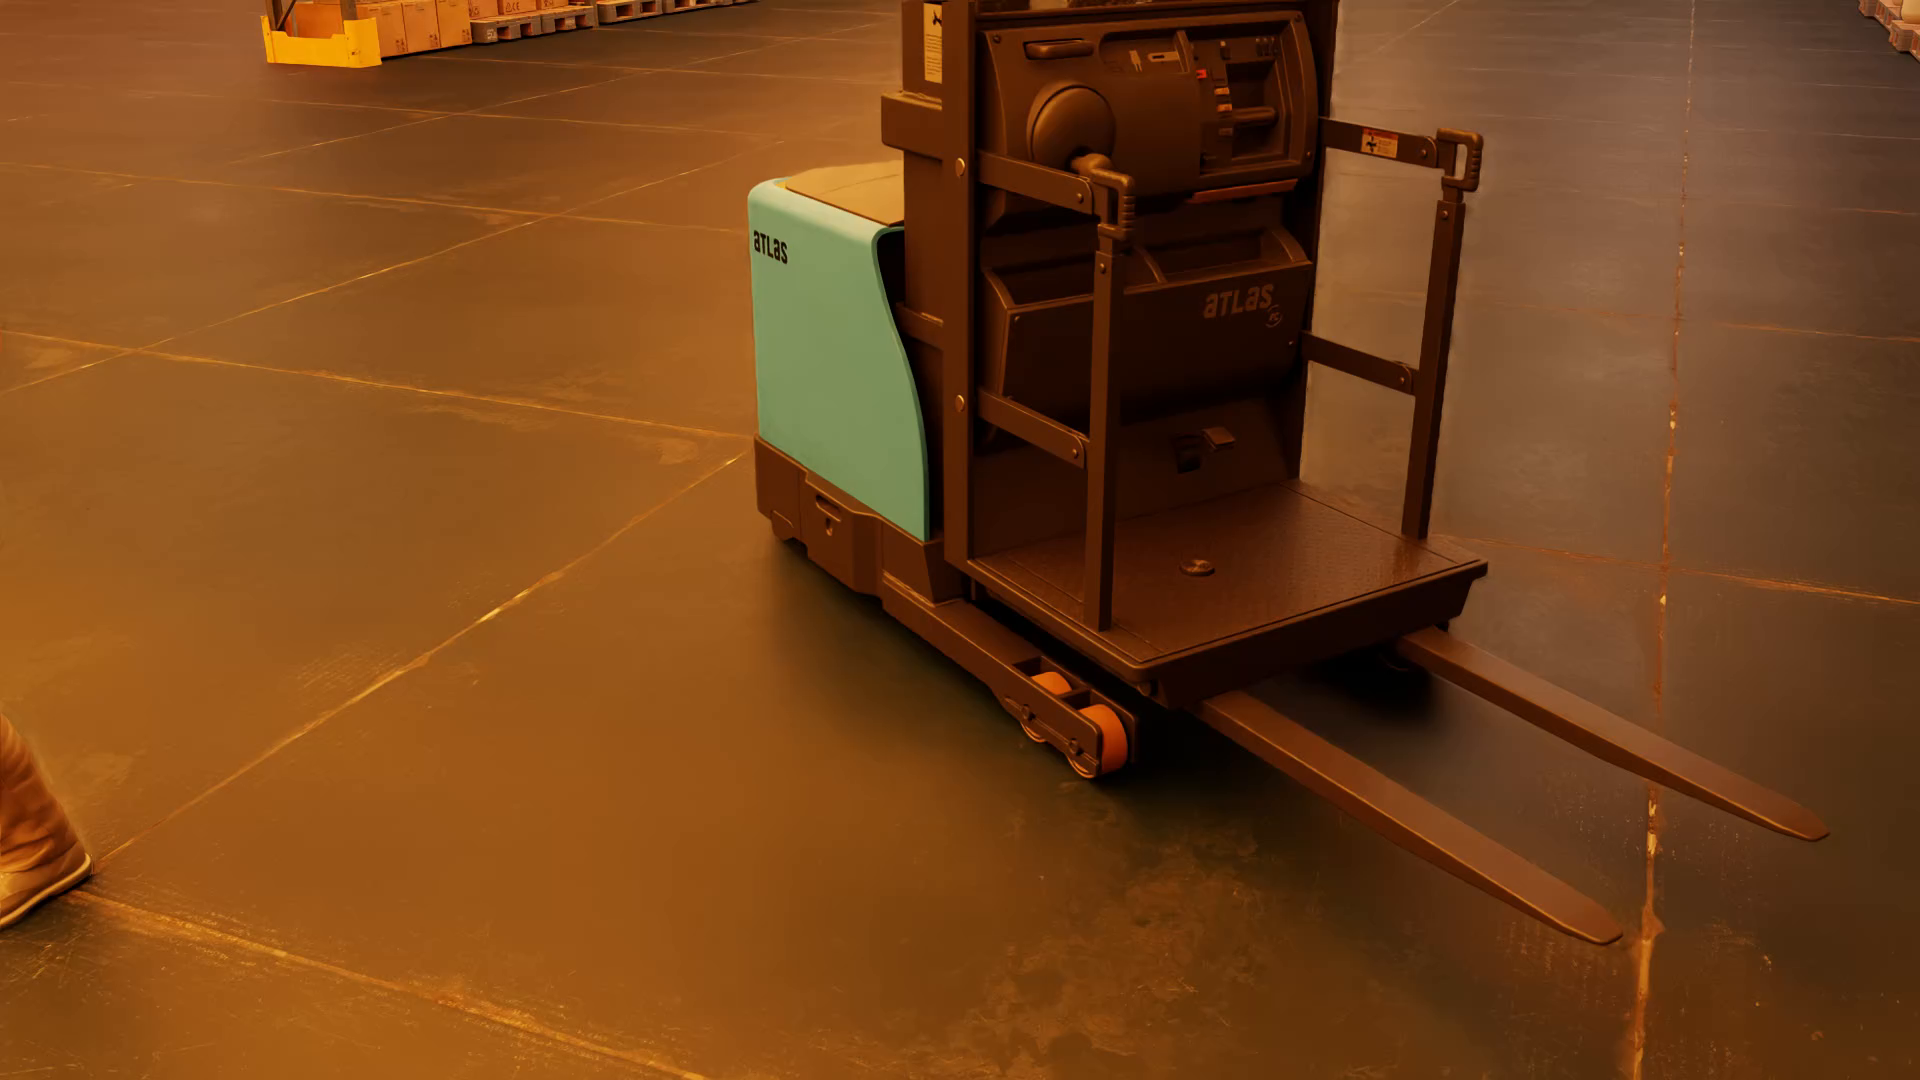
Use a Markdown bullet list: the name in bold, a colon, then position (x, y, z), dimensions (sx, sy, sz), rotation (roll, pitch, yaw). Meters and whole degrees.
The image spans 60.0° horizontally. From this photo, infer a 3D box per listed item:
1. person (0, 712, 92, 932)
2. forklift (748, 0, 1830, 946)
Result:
- **person**: position (-2.059, -0.002, 2.977), dimensions (0.991, 1.766, 0.578), rotation (17, 28, 34)
- **forklift**: position (0.582, -1.015, 3.722), dimensions (1.130, 2.935, 3.031), rotation (-14, 26, -29)
